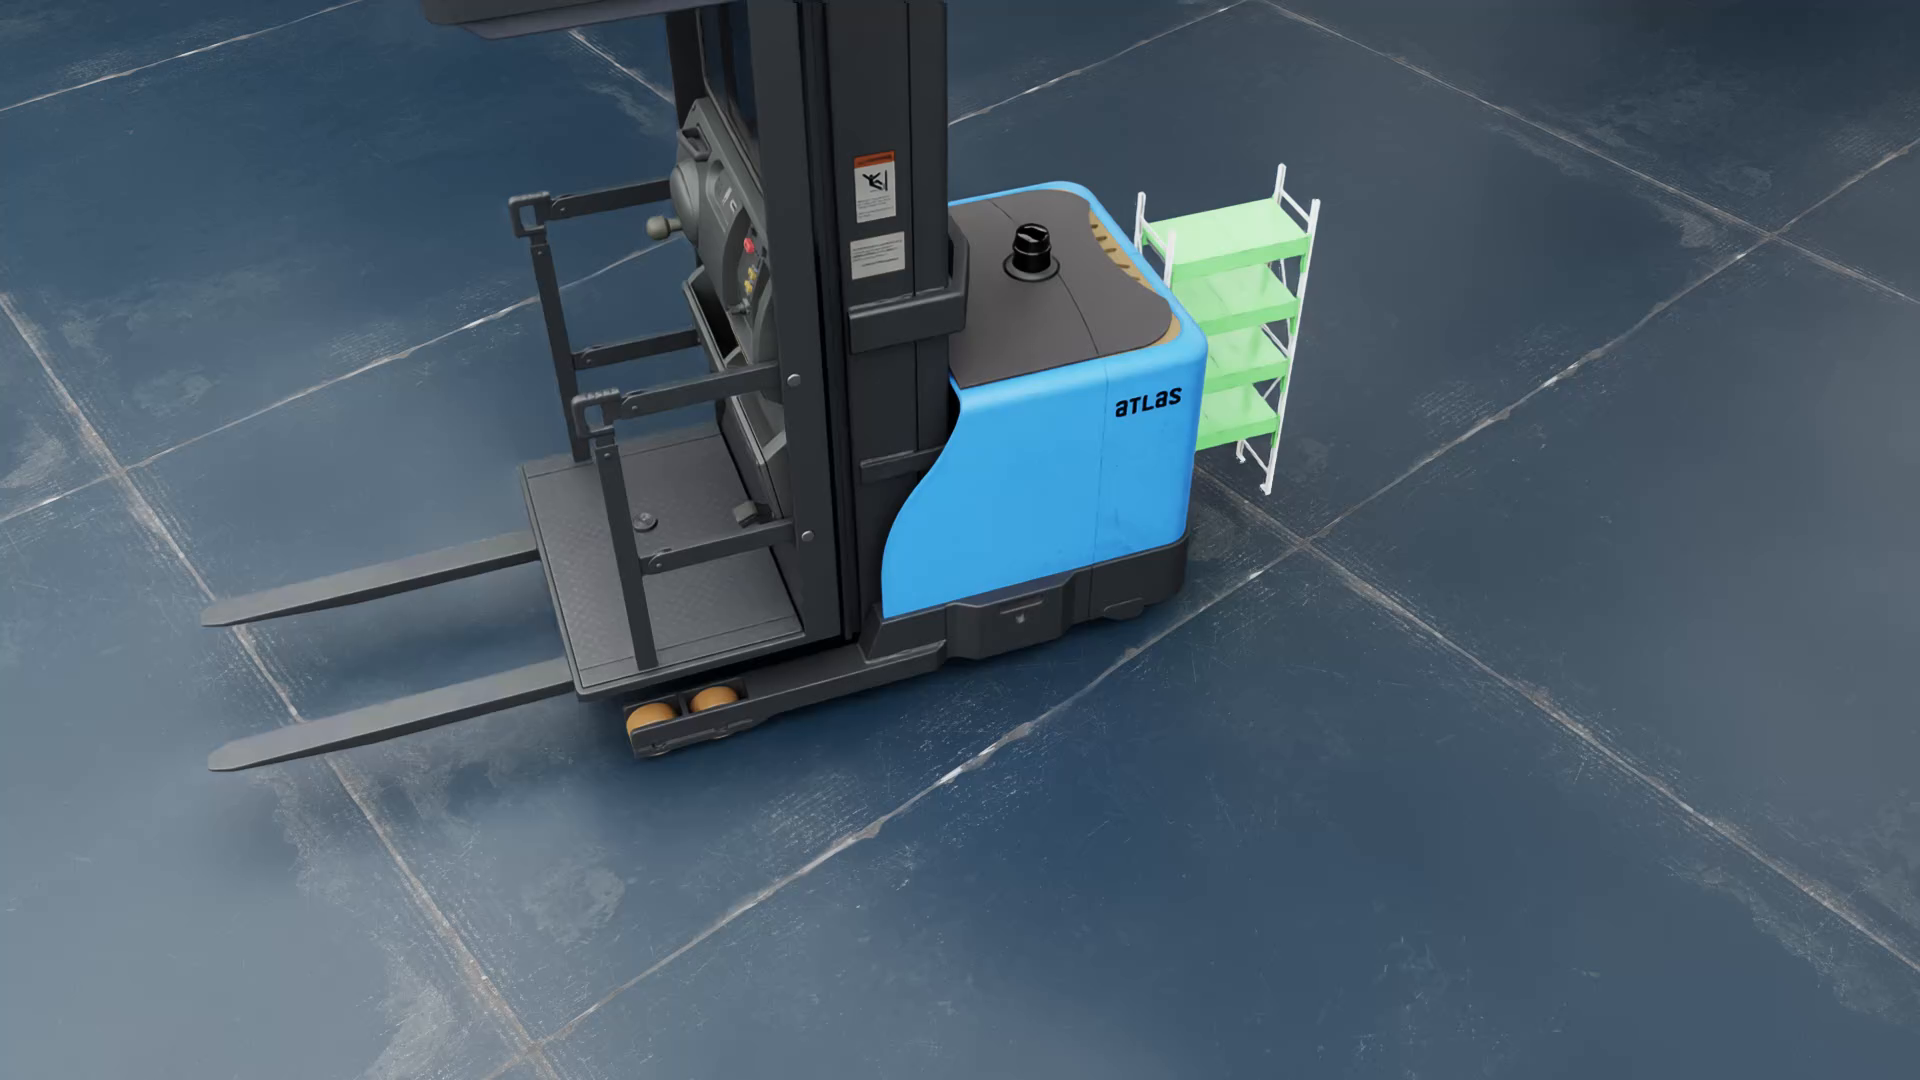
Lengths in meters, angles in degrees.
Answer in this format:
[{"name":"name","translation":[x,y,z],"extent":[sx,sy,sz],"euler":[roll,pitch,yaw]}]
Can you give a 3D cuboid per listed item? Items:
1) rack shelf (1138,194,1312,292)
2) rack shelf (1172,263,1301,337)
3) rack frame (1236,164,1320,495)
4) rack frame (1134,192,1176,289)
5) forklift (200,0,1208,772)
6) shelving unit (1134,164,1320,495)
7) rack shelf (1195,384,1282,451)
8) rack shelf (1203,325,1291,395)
[{"name":"rack shelf","translation":[0.829,-0.921,5.247],"extent":[0.480,0.148,0.258],"euler":[-14,45,-15]},{"name":"rack shelf","translation":[0.829,-0.747,5.411],"extent":[0.480,0.148,0.258],"euler":[-14,45,-15]},{"name":"rack frame","translation":[1.057,-0.676,5.593],"extent":[0.015,1.200,0.240],"euler":[-14,45,-15]},{"name":"rack frame","translation":[0.600,-0.560,5.470],"extent":[0.015,1.200,0.240],"euler":[-14,45,-15]},{"name":"forklift","translation":[-0.833,-0.823,4.485],"extent":[3.031,2.935,1.130],"euler":[-14,45,-15]},{"name":"shelving unit","translation":[0.829,-0.618,5.532],"extent":[0.503,1.200,0.258],"euler":[-14,45,-15]},{"name":"rack shelf","translation":[0.829,-0.397,5.740],"extent":[0.480,0.148,0.258],"euler":[-14,45,-15]},{"name":"rack shelf","translation":[0.829,-0.572,5.575],"extent":[0.480,0.148,0.258],"euler":[-14,45,-15]}]
